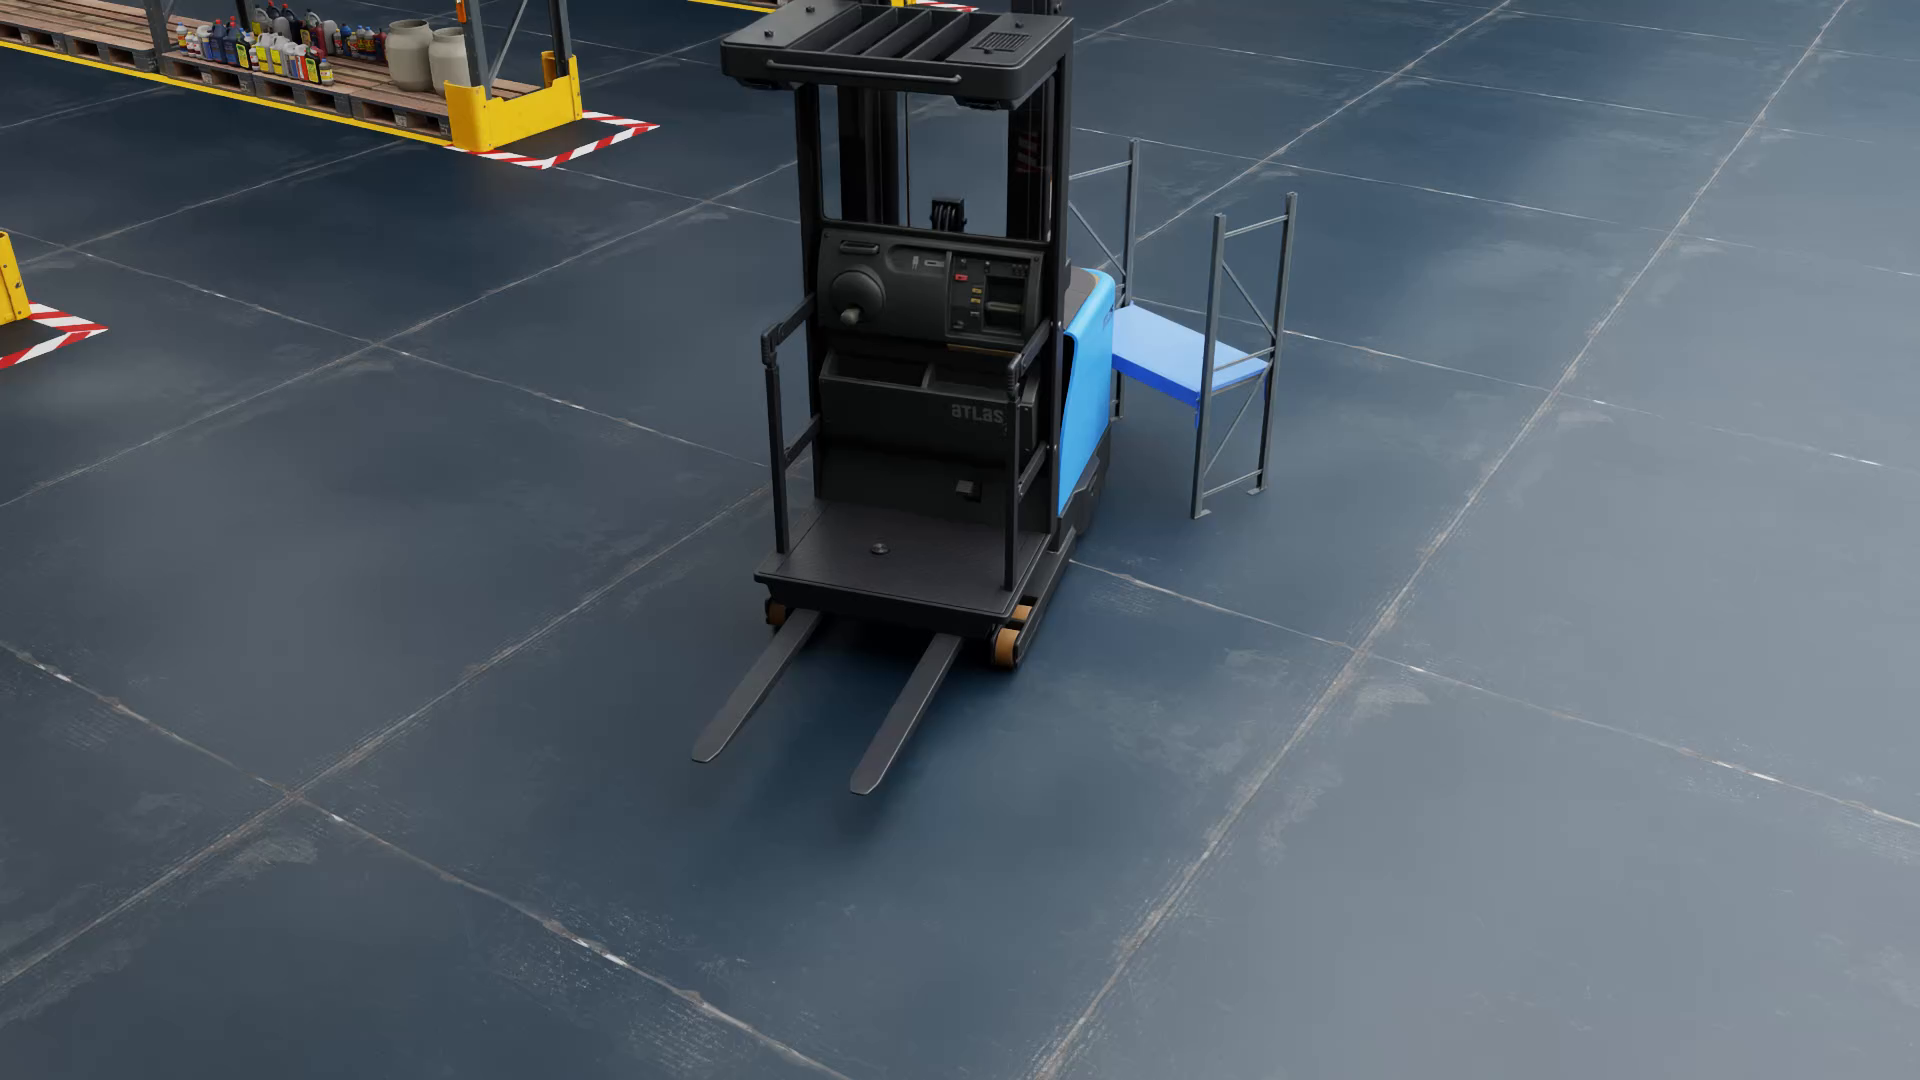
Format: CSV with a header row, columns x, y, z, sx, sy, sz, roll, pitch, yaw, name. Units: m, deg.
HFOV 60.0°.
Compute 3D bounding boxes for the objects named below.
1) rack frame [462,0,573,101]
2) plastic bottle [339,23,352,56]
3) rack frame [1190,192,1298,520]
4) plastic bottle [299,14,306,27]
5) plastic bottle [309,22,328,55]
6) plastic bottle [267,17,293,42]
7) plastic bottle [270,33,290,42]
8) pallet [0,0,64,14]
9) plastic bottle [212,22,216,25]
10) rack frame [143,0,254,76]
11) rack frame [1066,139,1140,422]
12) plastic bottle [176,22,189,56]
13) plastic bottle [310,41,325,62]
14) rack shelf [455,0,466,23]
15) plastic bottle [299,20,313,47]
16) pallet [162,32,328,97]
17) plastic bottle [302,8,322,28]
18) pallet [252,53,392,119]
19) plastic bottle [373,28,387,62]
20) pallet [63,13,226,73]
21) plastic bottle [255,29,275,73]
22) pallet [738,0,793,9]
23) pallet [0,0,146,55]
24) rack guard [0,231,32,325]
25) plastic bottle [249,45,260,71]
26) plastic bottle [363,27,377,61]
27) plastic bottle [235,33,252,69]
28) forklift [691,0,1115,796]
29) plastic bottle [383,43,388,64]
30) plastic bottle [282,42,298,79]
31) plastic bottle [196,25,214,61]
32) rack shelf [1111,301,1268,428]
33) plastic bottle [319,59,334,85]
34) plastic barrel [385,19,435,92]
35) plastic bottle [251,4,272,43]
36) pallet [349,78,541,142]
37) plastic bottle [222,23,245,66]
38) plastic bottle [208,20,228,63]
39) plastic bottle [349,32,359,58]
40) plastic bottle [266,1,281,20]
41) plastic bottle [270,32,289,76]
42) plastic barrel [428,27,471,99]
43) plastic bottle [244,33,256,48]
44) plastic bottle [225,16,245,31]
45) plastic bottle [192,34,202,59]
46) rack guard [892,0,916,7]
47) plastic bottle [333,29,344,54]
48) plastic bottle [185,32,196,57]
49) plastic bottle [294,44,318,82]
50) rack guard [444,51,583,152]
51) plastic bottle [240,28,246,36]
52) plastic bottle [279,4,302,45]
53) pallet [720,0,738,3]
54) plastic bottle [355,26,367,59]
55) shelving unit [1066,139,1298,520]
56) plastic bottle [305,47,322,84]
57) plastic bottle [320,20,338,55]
x,y,z,sx,sy,sz,roll,pitch,yaw,name
-3.455,-4.587,12.635,0.127,3.000,1.000,18,35,27,rack frame
-5.372,-4.390,14.569,0.097,0.271,0.097,0,30,0,plastic bottle
1.303,-0.828,7.681,0.500,1.500,0.032,-22,37,-32,rack frame
-5.822,-4.548,14.828,0.133,0.283,0.061,20,36,31,plastic bottle
-5.629,-4.397,14.569,0.133,0.283,0.061,18,35,27,plastic bottle
-6.039,-4.501,14.755,0.135,0.276,0.152,18,35,27,plastic bottle
-5.802,-4.184,14.211,0.135,0.276,0.152,18,35,27,plastic bottle
-9.595,-5.301,16.628,1.213,0.211,1.003,18,35,27,pallet
-6.462,-4.373,14.529,0.133,0.283,0.061,18,35,27,plastic bottle
-6.843,-5.658,14.472,0.127,3.000,1.000,18,35,27,rack frame
0.672,-1.230,8.369,0.500,1.500,0.032,-22,37,-32,rack frame
-6.806,-4.397,14.582,0.097,0.271,0.097,0,30,0,plastic bottle
-5.386,-4.033,13.946,0.133,0.283,0.061,18,35,27,plastic bottle
-5.149,-4.812,13.735,4.000,0.370,1.077,18,35,27,rack shelf
-5.741,-4.437,14.638,0.133,0.283,0.061,18,35,27,plastic bottle
-6.296,-4.256,14.836,1.213,0.211,1.003,18,35,27,pallet
-5.708,-4.517,14.708,0.185,0.351,0.144,17,34,27,plastic bottle
-5.259,-3.930,14.276,1.213,0.211,1.003,18,35,27,pallet
-5.007,-4.291,14.387,0.133,0.283,0.061,18,35,28,plastic bottle
-7.529,-4.648,15.507,1.213,0.211,1.003,18,35,27,pallet
-5.860,-4.146,14.073,0.185,0.351,0.144,17,34,27,plastic bottle
-1.555,-5.749,17.395,1.213,0.211,1.003,18,35,27,pallet
-8.566,-4.974,16.067,1.213,0.211,1.003,18,35,27,pallet
-6.071,-1.387,9.632,0.348,0.500,1.175,18,35,27,rack guard
-5.993,-4.110,14.158,0.097,0.201,0.097,0,30,0,plastic bottle
-5.115,-4.309,14.430,0.097,0.271,0.097,0,30,0,plastic bottle
-6.102,-4.169,14.179,0.133,0.283,0.061,19,35,29,plastic bottle
-0.190,-0.963,6.493,1.130,2.935,3.031,9,31,15,forklift
-4.913,-4.214,14.338,0.097,0.201,0.097,0,30,0,plastic bottle
-5.560,-4.022,13.933,0.135,0.276,0.152,17,34,26,plastic bottle
-6.518,-4.324,14.452,0.135,0.276,0.152,19,35,29,plastic bottle
0.988,-0.873,8.116,0.538,0.185,1.000,-22,37,-32,rack shelf
-5.244,-3.873,13.752,0.097,0.201,0.097,0,30,0,plastic bottle
-4.478,-3.971,13.633,0.421,0.512,0.421,0,30,0,plastic barrel
-6.221,-4.593,14.838,0.185,0.351,0.144,18,35,27,plastic bottle
-4.230,-3.602,13.716,1.213,0.211,1.003,18,35,27,pallet
-6.220,-4.260,14.268,0.185,0.351,0.144,16,34,25,plastic bottle
-6.380,-4.311,14.355,0.185,0.351,0.144,19,35,29,plastic bottle
-5.284,-4.332,14.539,0.097,0.201,0.097,0,30,0,plastic bottle
-6.144,-4.655,14.944,0.185,0.351,0.144,17,34,26,plastic bottle
-5.702,-4.096,13.987,0.185,0.351,0.144,19,35,29,plastic bottle
-4.053,-3.837,13.403,0.421,0.512,0.421,0,30,0,plastic barrel
-6.075,-4.202,14.248,0.097,0.271,0.097,0,30,0,plastic bottle
-6.303,-4.372,14.460,0.185,0.351,0.144,18,35,27,plastic bottle
-6.634,-4.313,14.506,0.097,0.201,0.097,0,30,0,plastic bottle
-0.886,-5.641,16.924,0.348,0.500,1.175,18,35,27,rack guard
-5.458,-4.387,14.633,0.097,0.201,0.097,0,30,0,plastic bottle
-6.720,-4.340,14.553,0.097,0.201,0.097,0,30,0,plastic bottle
-5.442,-3.984,13.869,0.135,0.276,0.152,18,35,28,plastic bottle
-3.544,-3.507,13.266,0.348,0.500,1.175,18,35,27,rack guard
-6.193,-4.289,14.396,0.097,0.271,0.097,0,30,0,plastic bottle
-5.982,-4.603,14.856,0.185,0.351,0.144,16,34,25,plastic bottle
-2.585,-6.076,17.956,1.213,0.211,1.003,18,35,27,pallet
-5.200,-4.336,14.476,0.097,0.271,0.097,0,30,0,plastic bottle
0.988,-1.029,8.025,0.538,1.500,1.048,-22,37,-32,shelving unit
-5.352,-3.932,13.772,0.133,0.283,0.061,18,35,29,plastic bottle
-5.573,-4.439,14.649,0.135,0.276,0.152,18,35,28,plastic bottle
